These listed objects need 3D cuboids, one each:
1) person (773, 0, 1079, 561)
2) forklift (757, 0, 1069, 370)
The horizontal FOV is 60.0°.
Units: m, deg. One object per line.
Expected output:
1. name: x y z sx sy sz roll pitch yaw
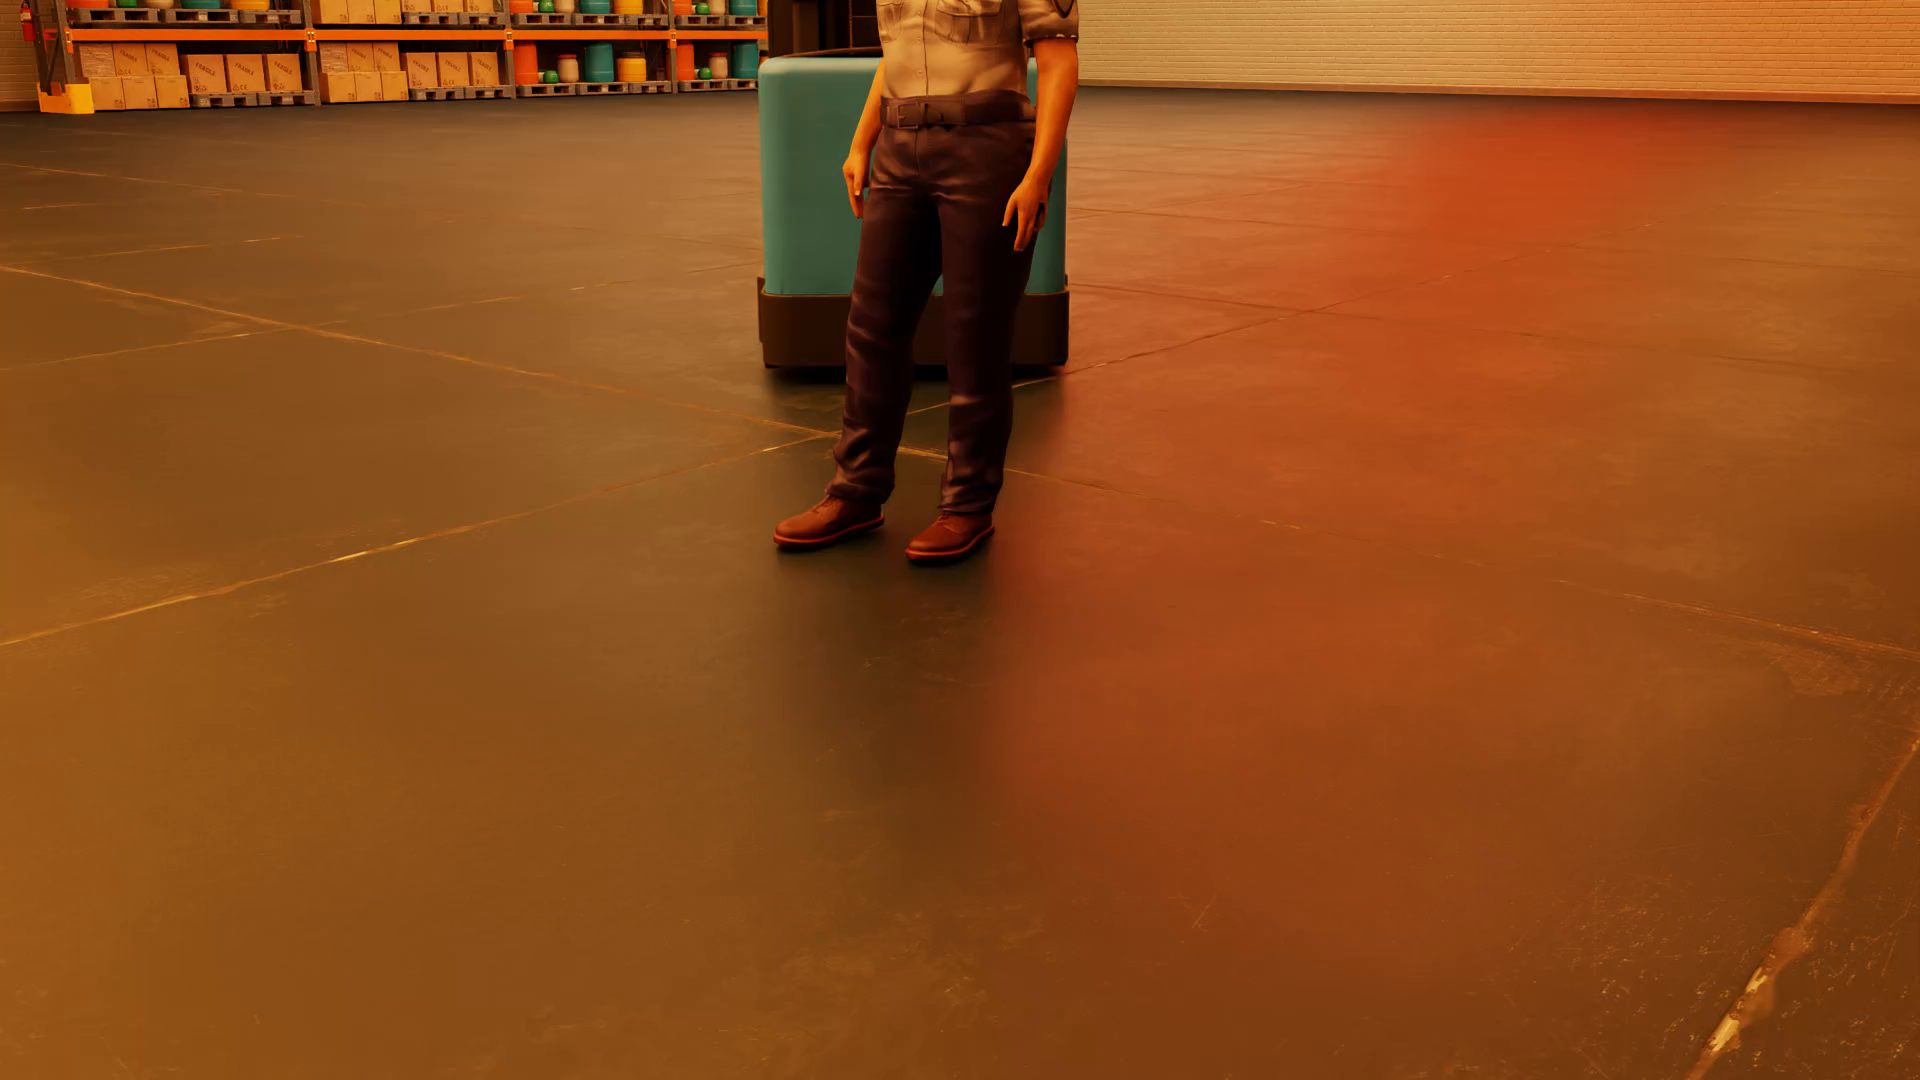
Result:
1. person: -0.074 -0.780 3.648 0.598 1.651 0.503 13 21 37
2. forklift: -0.221 -2.363 6.680 1.130 2.935 3.031 -1 17 -3
